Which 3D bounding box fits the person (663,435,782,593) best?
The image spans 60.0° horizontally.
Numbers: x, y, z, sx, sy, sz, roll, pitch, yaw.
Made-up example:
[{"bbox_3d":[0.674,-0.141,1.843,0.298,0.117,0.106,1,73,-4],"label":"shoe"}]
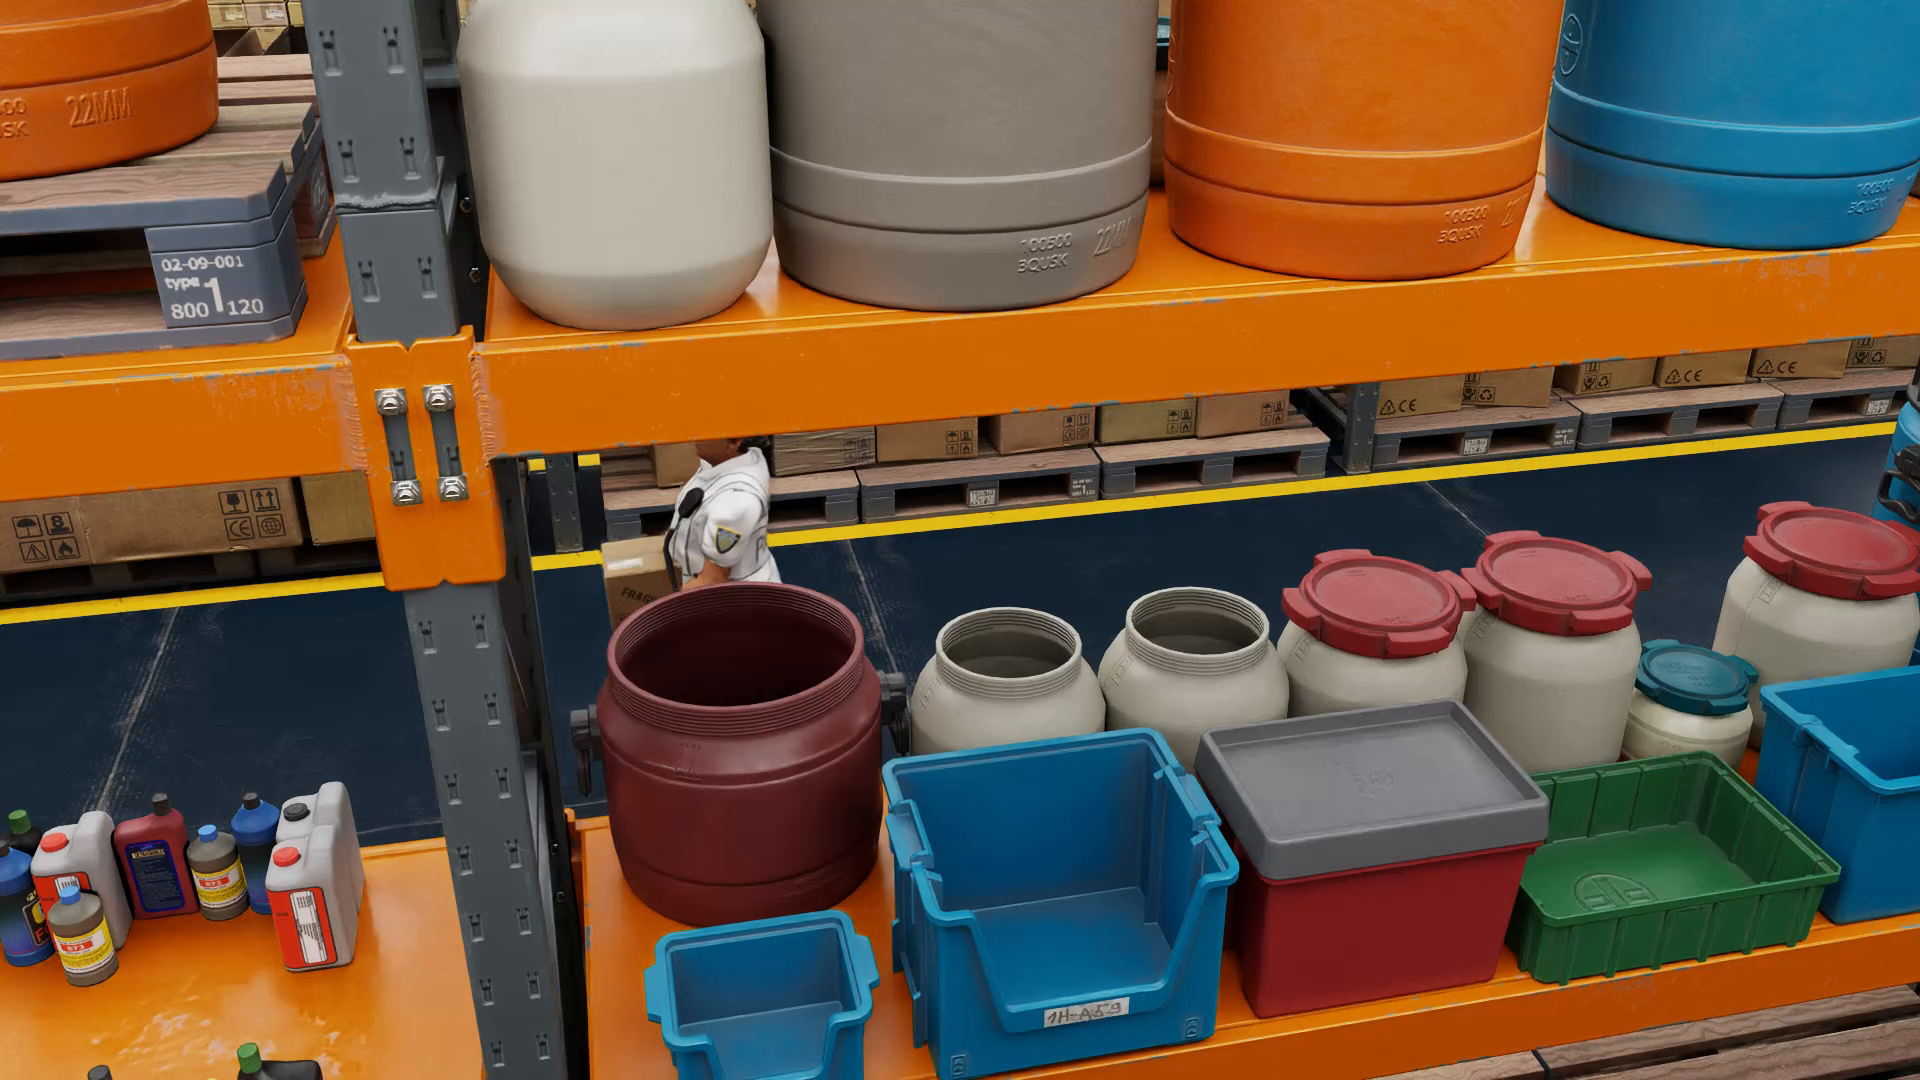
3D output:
[{"bbox_3d":[-0.852,0.259,5.604,0.532,1.662,0.457,-4,27,-7],"label":"person"}]
